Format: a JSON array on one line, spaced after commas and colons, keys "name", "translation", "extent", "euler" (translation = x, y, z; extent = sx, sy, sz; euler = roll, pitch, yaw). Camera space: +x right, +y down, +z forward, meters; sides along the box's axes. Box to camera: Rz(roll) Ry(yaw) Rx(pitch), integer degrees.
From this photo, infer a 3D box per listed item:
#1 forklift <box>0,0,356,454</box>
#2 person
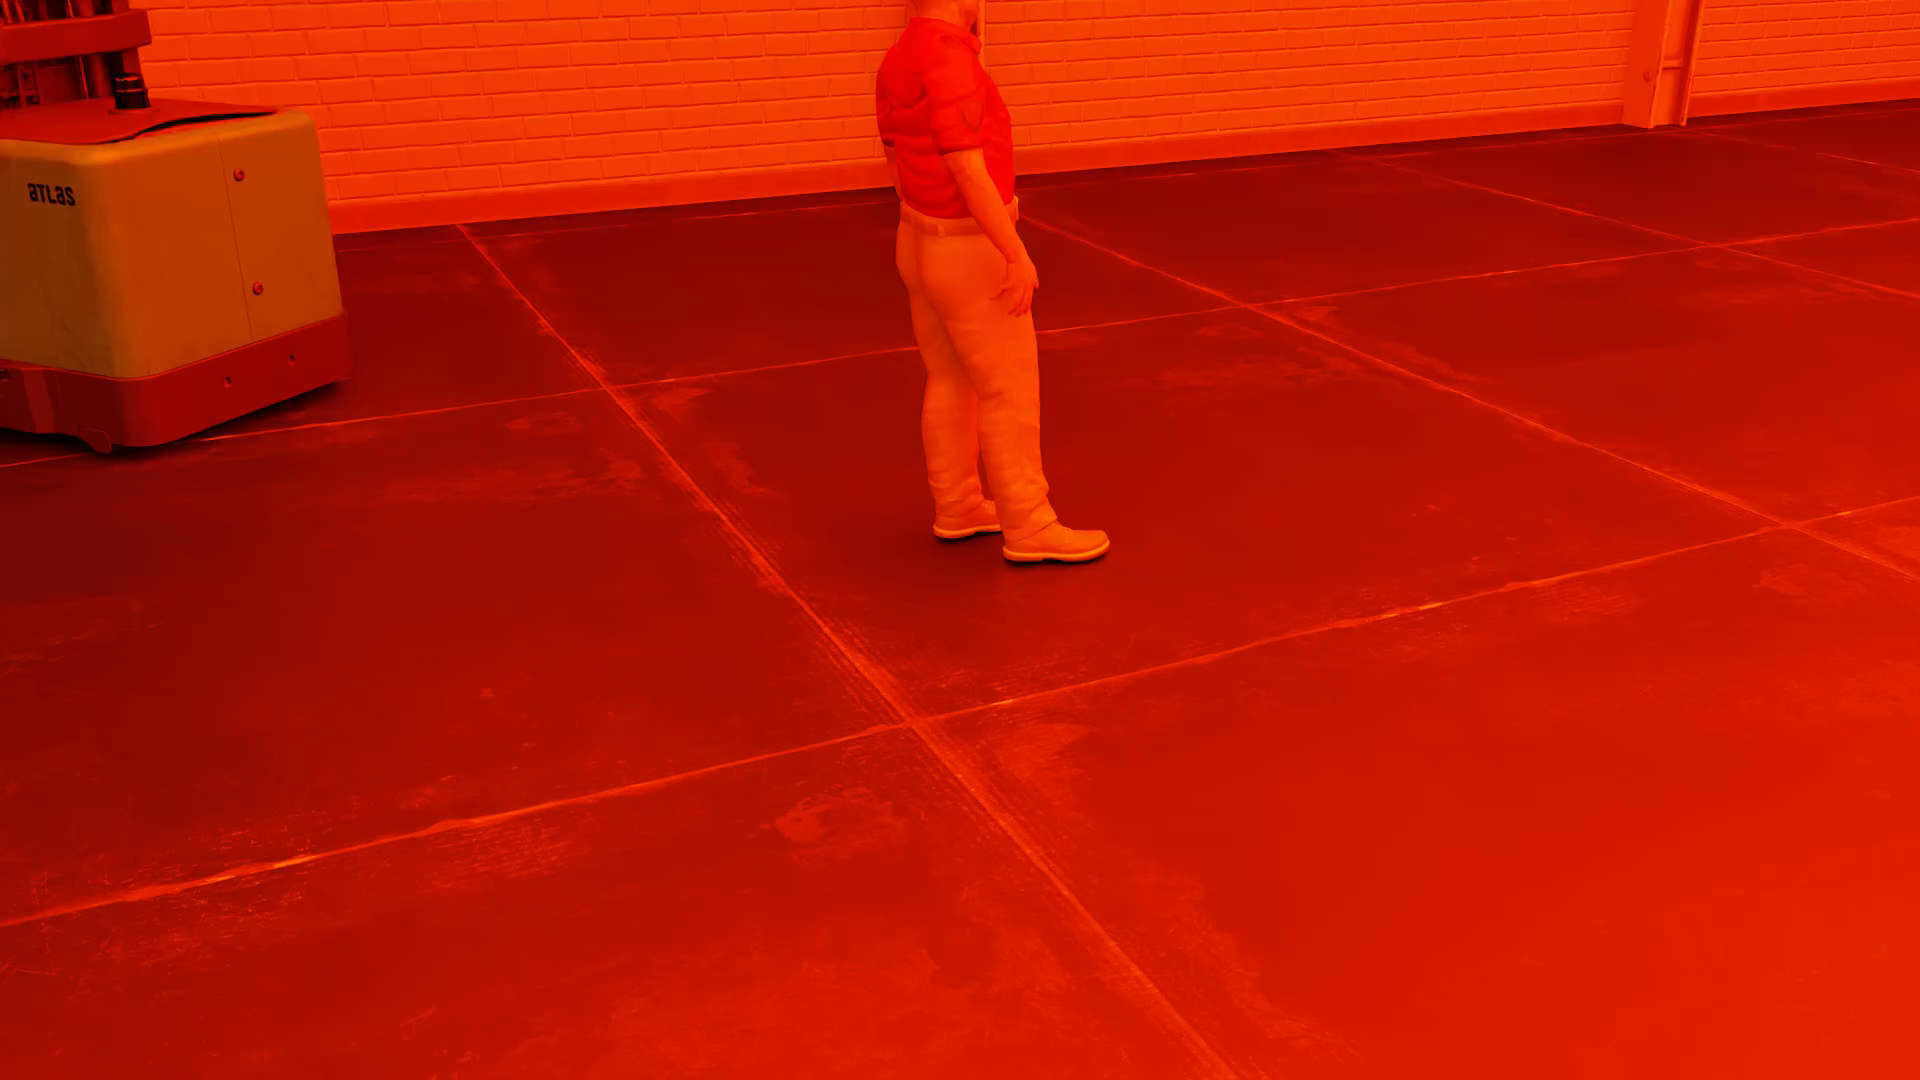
[{"name": "forklift", "translation": [-3.921, -2.015, 6.136], "extent": [3.031, 2.935, 1.130], "euler": [10, 25, 22]}, {"name": "person", "translation": [0.086, -0.816, 4.797], "extent": [0.550, 1.727, 0.641], "euler": [-10, 25, -23]}]
